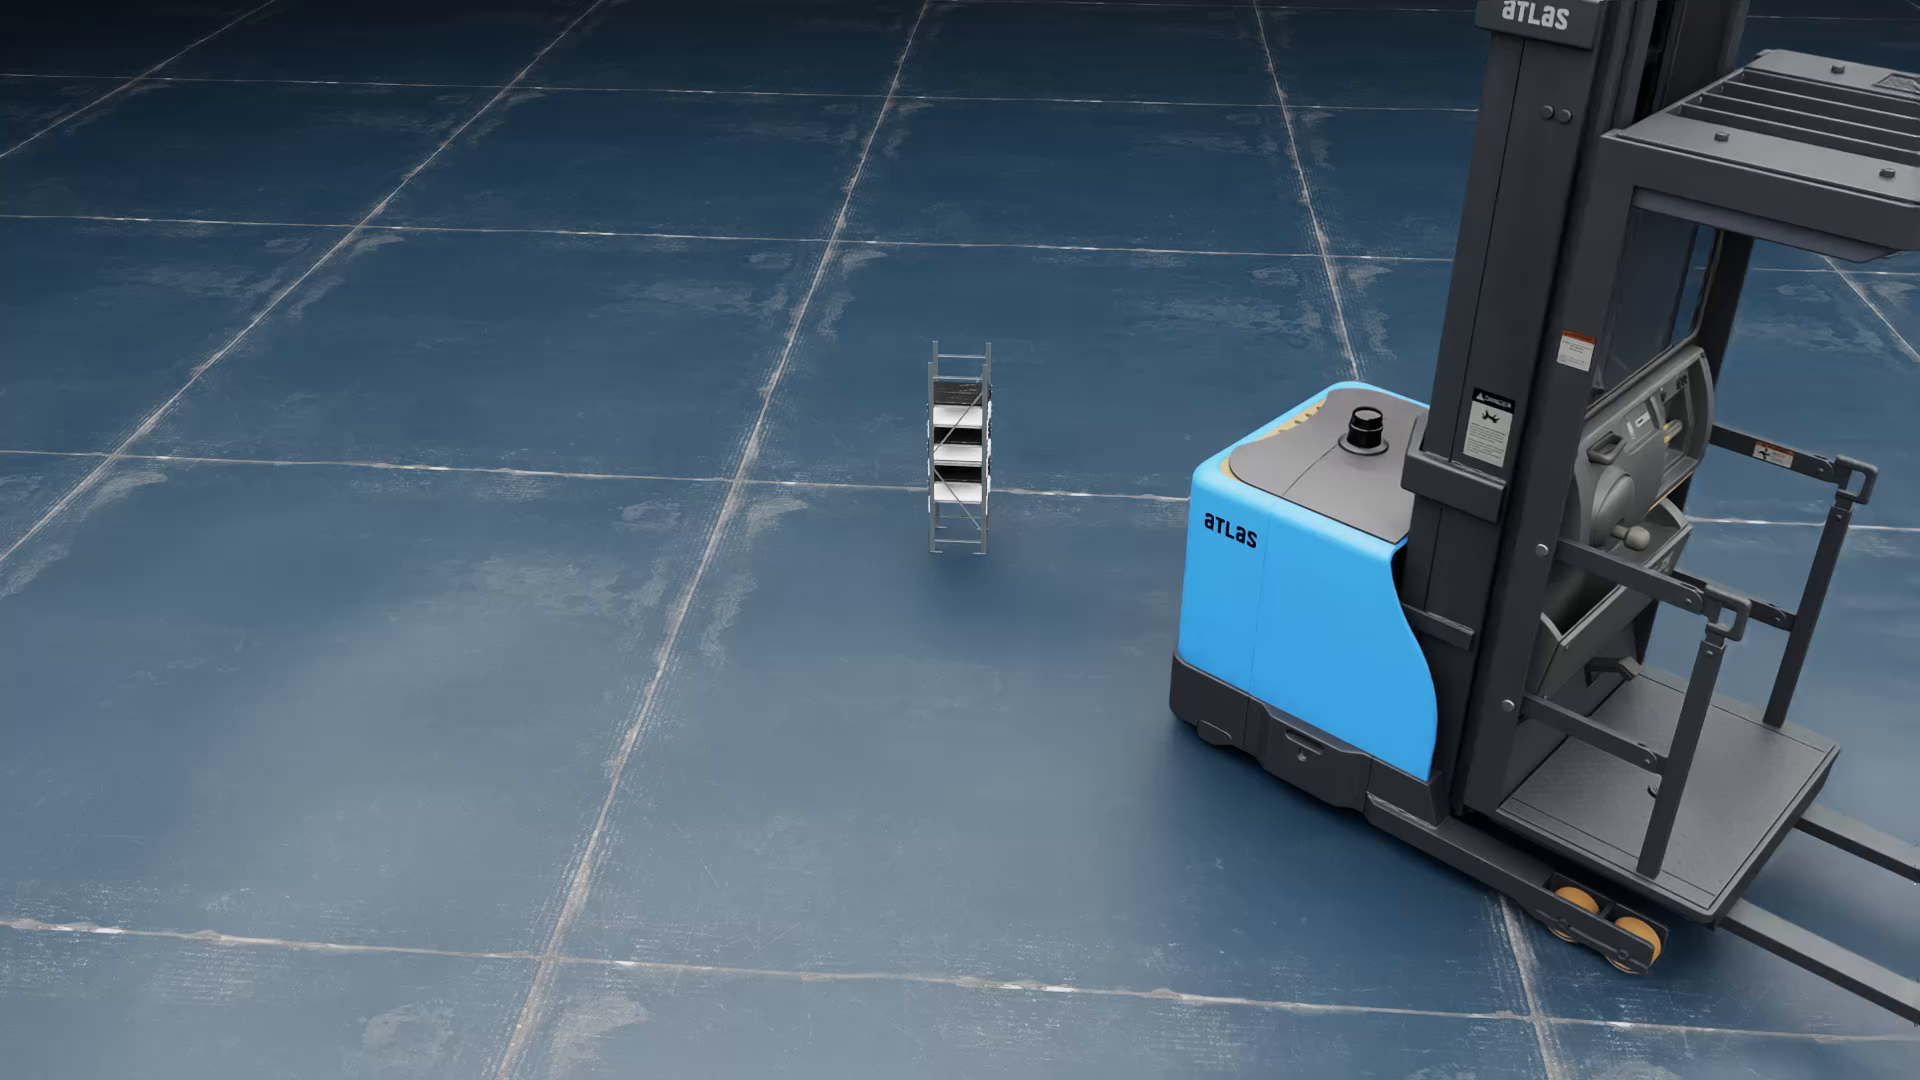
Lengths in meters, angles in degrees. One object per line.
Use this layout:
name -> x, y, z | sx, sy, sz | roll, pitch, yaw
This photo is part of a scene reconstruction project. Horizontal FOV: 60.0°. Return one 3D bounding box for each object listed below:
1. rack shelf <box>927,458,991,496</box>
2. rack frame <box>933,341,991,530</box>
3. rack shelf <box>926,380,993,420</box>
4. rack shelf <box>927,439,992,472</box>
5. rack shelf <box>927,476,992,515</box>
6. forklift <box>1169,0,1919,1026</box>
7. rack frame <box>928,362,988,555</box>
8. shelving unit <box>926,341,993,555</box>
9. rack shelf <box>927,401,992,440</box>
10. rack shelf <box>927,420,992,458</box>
rack shelf -> -0.001, -0.274, 7.072 | 0.258, 0.077, 0.200 | 2, 32, 4
rack frame -> 0.008, -0.432, 7.093 | 0.240, 0.900, 0.006 | 2, 32, 4
rack shelf -> -0.001, -0.580, 6.883 | 0.258, 0.077, 0.200 | 2, 32, 4
rack shelf -> -0.001, -0.350, 7.025 | 0.258, 0.077, 0.200 | 2, 32, 4
rack shelf -> -0.001, -0.197, 7.119 | 0.258, 0.077, 0.200 | 2, 32, 4
forklift -> 2.190, -0.233, 4.834 | 3.031, 2.935, 1.130 | 26, 40, 36
rack frame -> -0.009, -0.326, 6.921 | 0.240, 0.900, 0.006 | 2, 32, 4
shelving unit -> -0.001, -0.379, 7.007 | 0.258, 0.900, 0.210 | 2, 32, 4
rack shelf -> -0.001, -0.504, 6.930 | 0.258, 0.077, 0.200 | 2, 32, 4
rack shelf -> -0.001, -0.427, 6.977 | 0.258, 0.077, 0.200 | 2, 32, 4
